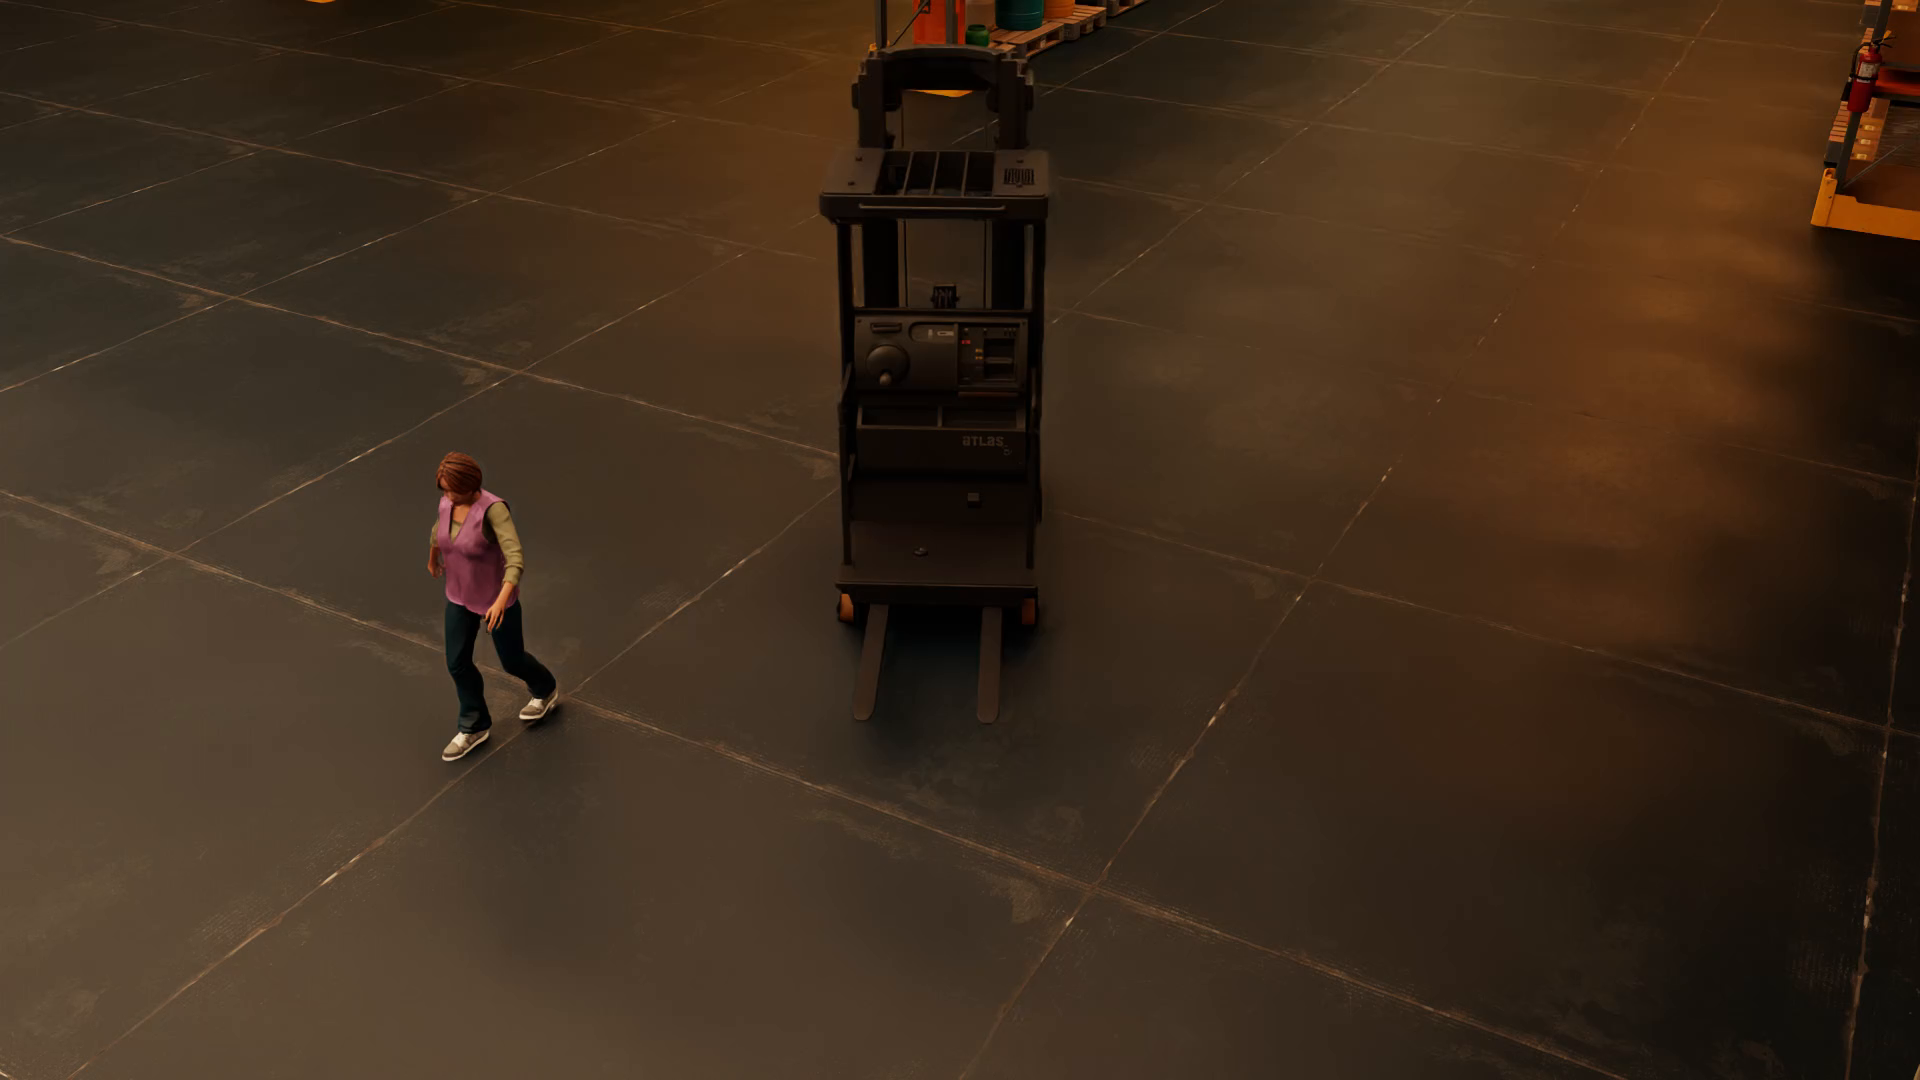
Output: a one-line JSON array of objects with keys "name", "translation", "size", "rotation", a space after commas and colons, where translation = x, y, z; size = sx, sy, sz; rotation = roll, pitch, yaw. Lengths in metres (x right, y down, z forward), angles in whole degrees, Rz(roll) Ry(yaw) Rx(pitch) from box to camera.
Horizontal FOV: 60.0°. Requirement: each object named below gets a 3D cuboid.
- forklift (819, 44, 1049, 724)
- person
[{"name": "forklift", "translation": [-0.107, -0.955, 8.726], "size": [1.130, 2.935, 3.031], "rotation": [1, 30, 2]}, {"name": "person", "translation": [-2.309, 0.293, 7.941], "size": [0.812, 1.574, 0.703], "rotation": [13, 33, 22]}]
